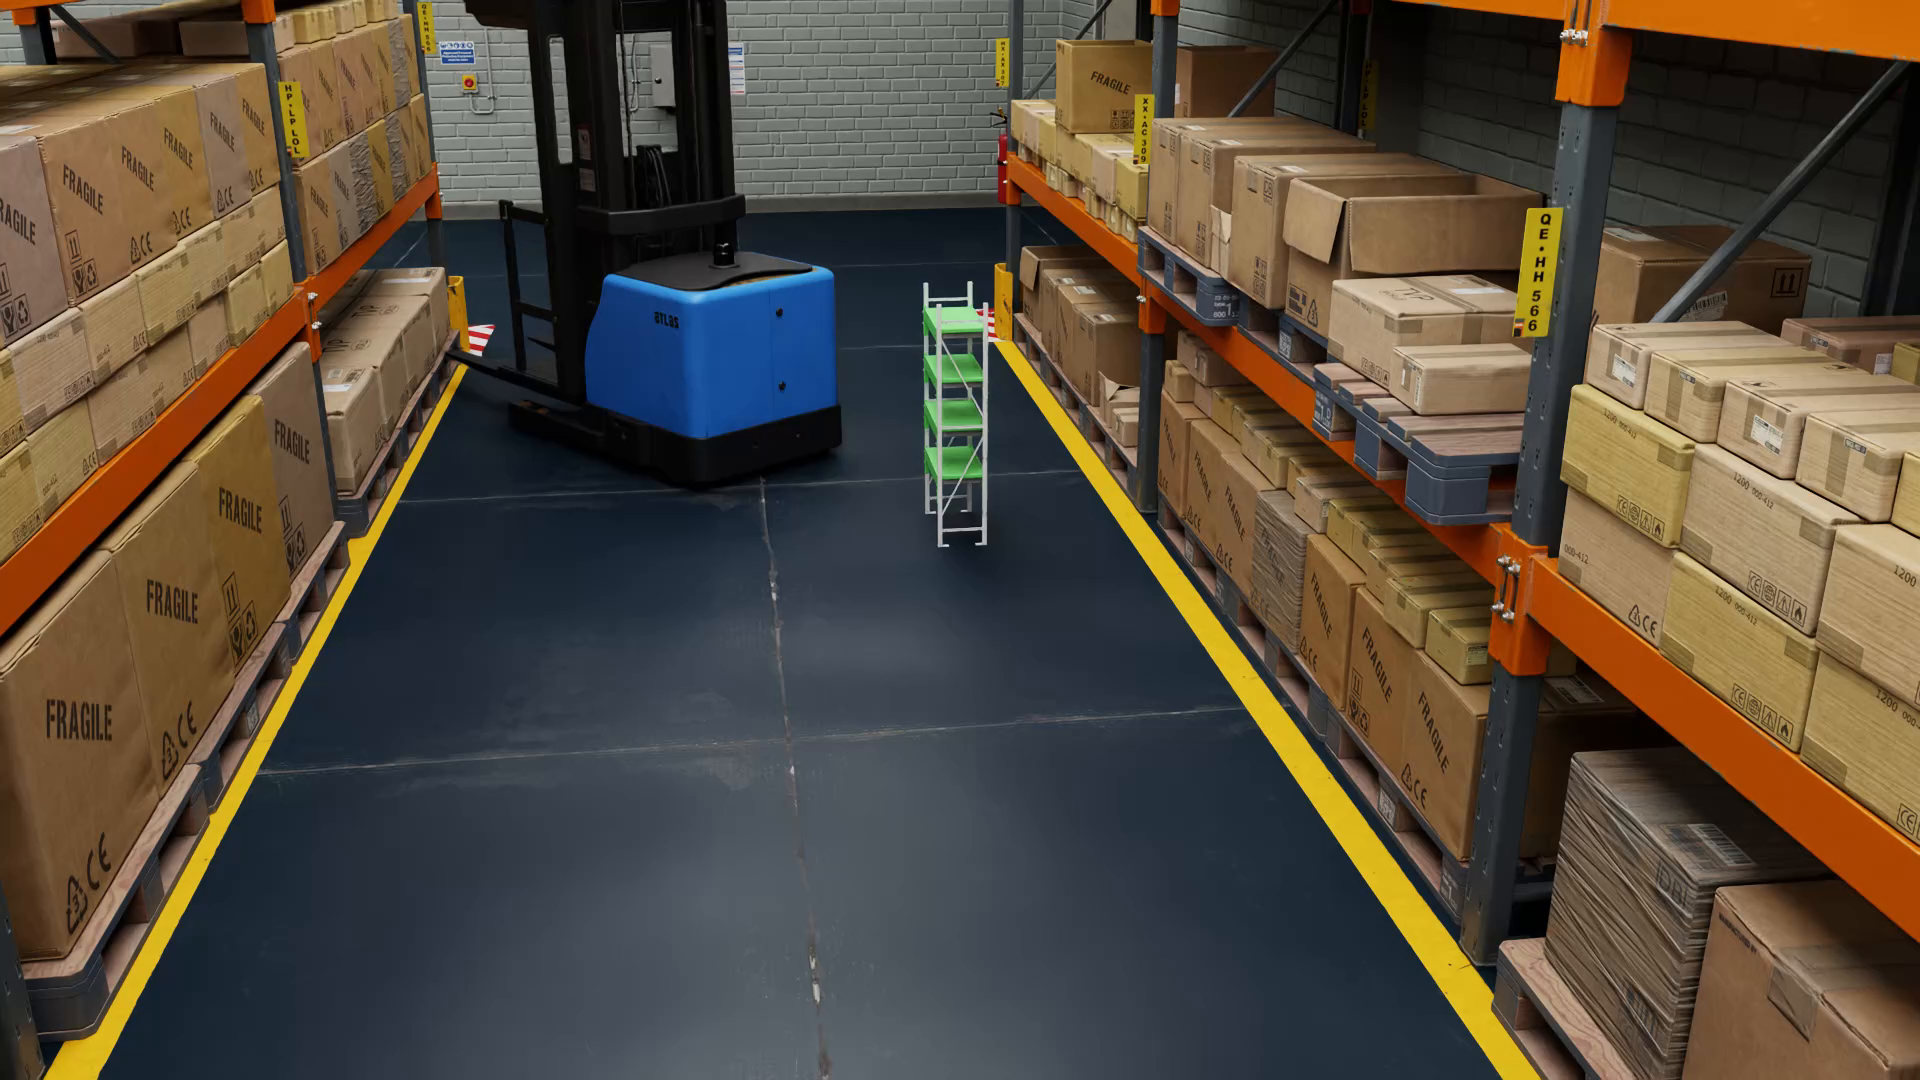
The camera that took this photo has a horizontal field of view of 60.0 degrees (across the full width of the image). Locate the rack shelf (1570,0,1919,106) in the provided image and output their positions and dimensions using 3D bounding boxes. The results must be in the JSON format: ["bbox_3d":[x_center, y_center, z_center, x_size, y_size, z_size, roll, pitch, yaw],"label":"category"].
[{"bbox_3d":[2.280,-0.572,2.201,1.077,0.370,4.000,-3,21,-8],"label":"rack shelf"}]

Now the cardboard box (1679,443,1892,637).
[{"bbox_3d":[1.885,-0.021,3.484,0.500,0.250,0.500,-2,21,-6],"label":"cardboard box"}]

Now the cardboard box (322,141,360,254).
[{"bbox_3d":[-3.373,-1.726,8.408,0.500,0.500,0.500,-3,21,-7],"label":"cardboard box"}]

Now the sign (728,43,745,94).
[{"bbox_3d":[-2.350,-4.773,16.844,0.329,0.494,0.001,-3,21,-8],"label":"sign"}]

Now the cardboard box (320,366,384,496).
[{"bbox_3d":[-3.480,-0.549,8.460,0.875,0.438,0.875,-3,21,-9],"label":"cardboard box"}]

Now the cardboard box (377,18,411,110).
[{"bbox_3d":[-3.663,-2.895,10.109,0.500,0.500,0.500,-3,21,-8],"label":"cardboard box"}]

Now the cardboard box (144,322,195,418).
[{"bbox_3d":[-2.977,-0.586,5.712,0.500,0.250,0.500,-3,21,-8],"label":"cardboard box"}]

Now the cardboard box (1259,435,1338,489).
[{"bbox_3d":[1.454,-0.324,6.842,0.380,0.149,0.250,-2,21,-6],"label":"cardboard box"}]

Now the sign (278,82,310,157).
[{"bbox_3d":[-2.960,-1.866,7.382,0.100,0.325,0.005,-3,21,-8],"label":"sign"}]

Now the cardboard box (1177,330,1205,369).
[{"bbox_3d":[1.264,-0.915,8.000,0.380,0.149,0.250,-3,21,-9],"label":"cardboard box"}]

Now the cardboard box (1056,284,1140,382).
[{"bbox_3d":[0.895,-1.289,10.353,0.500,0.500,0.500,-3,21,-7],"label":"cardboard box"}]

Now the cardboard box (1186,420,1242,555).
[{"bbox_3d":[1.349,-0.244,7.555,0.500,0.500,0.500,-3,21,-8],"label":"cardboard box"}]

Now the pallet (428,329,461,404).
[{"bbox_3d":[-3.880,-1.135,10.954,1.003,0.211,1.213,-3,21,-8],"label":"pallet"}]

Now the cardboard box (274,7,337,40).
[{"bbox_3d":[-3.401,-2.628,8.466,0.380,0.149,0.250,-4,21,-9],"label":"cardboard box"}]

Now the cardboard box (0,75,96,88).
[{"bbox_3d":[-3.616,-1.503,6.382,0.500,0.500,0.500,-3,21,-8],"label":"cardboard box"}]

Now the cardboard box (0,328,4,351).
[{"bbox_3d":[-2.748,-0.643,4.078,0.500,0.500,0.500,-4,21,-10],"label":"cardboard box"}]

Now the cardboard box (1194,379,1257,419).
[{"bbox_3d":[1.320,-0.681,7.798,0.380,0.149,0.250,-3,21,-9],"label":"cardboard box"}]

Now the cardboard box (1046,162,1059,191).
[{"bbox_3d":[0.751,-2.272,10.372,0.380,0.149,0.250,-4,21,-9],"label":"cardboard box"}]

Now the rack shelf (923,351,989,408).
[{"bbox_3d":[-0.024,-0.784,8.098,0.258,0.148,0.480,-3,21,-8],"label":"rack shelf"}]

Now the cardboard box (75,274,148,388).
[{"bbox_3d":[-2.881,-0.649,5.165,0.500,0.250,0.500,-3,21,-8],"label":"cardboard box"}]

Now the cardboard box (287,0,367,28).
[{"bbox_3d":[-3.584,-2.980,9.410,0.380,0.149,0.250,-2,21,-6],"label":"cardboard box"}]

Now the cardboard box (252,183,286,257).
[{"bbox_3d":[-3.192,-1.353,7.051,0.500,0.250,0.500,-3,21,-8],"label":"cardboard box"}]

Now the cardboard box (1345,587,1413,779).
[{"bbox_3d":[1.657,0.469,5.646,0.500,0.500,0.500,-3,21,-9],"label":"cardboard box"}]

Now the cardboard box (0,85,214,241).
[{"bbox_3d":[-3.047,-1.347,5.965,0.500,0.500,0.500,-2,21,-6],"label":"cardboard box"}]

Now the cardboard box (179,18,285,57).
[{"bbox_3d":[-3.284,-2.271,7.510,0.380,0.149,0.250,-3,21,-9],"label":"cardboard box"}]

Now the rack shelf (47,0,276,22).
[{"bbox_3d":[-3.784,-3.090,8.944,1.077,0.370,4.000,-3,21,-8],"label":"rack shelf"}]

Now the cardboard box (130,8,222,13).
[{"bbox_3d":[-3.938,-2.594,8.376,0.380,0.149,0.250,-3,21,-8],"label":"cardboard box"}]

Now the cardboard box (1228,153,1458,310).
[{"bbox_3d":[1.452,-1.195,6.385,0.700,0.500,0.500,-3,21,-8],"label":"cardboard box"}]

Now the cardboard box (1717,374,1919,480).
[{"bbox_3d":[1.849,-0.242,3.506,0.380,0.149,0.250,-2,21,-6],"label":"cardboard box"}]

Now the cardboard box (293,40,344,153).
[{"bbox_3d":[-3.391,-2.197,8.239,0.500,0.500,0.500,-3,21,-8],"label":"cardboard box"}]

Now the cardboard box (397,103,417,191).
[{"bbox_3d":[-3.684,-2.433,10.300,0.500,0.500,0.500,-3,21,-9],"label":"cardboard box"}]

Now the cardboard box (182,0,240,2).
[{"bbox_3d":[-4.123,-2.947,9.320,0.380,0.149,0.250,-3,21,-7],"label":"cardboard box"}]

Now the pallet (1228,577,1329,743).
[{"bbox_3d":[1.749,0.428,6.768,1.003,0.211,1.213,-3,21,-8],"label":"pallet"}]

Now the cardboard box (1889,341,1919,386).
[{"bbox_3d":[2.388,-0.359,3.822,0.380,0.149,0.250,-2,21,-6],"label":"cardboard box"}]

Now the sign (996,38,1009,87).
[{"bbox_3d":[0.302,-3.344,11.645,0.100,0.325,0.005,-3,21,-8],"label":"sign"}]

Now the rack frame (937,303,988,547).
[{"bbox_3d":[0.011,-0.535,7.933,0.240,1.200,0.015,-3,21,-8],"label":"rack frame"}]

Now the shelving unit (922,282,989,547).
[{"bbox_3d":[-0.024,-0.619,8.160,0.258,1.200,0.503,-3,21,-8],"label":"shelving unit"}]

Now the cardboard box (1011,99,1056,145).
[{"bbox_3d":[0.638,-2.864,11.388,0.500,0.250,0.500,-3,21,-7],"label":"cardboard box"}]

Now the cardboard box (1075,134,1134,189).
[{"bbox_3d":[0.955,-2.160,9.502,0.500,0.250,0.500,-3,21,-8],"label":"cardboard box"}]

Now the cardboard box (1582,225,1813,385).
[{"bbox_3d":[2.073,-0.626,4.862,0.500,0.500,0.500,-2,21,-5],"label":"cardboard box"}]

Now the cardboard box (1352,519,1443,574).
[{"bbox_3d":[1.613,0.036,5.878,0.380,0.149,0.250,-2,21,-6],"label":"cardboard box"}]

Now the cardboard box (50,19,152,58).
[{"bbox_3d":[-3.855,-2.239,7.425,0.380,0.149,0.250,-3,21,-9],"label":"cardboard box"}]

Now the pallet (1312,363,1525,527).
[{"bbox_3d":[1.825,-0.337,5.107,1.213,0.211,1.003,-3,21,-8],"label":"pallet"}]

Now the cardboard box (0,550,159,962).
[{"bbox_3d":[-2.937,0.611,4.730,0.875,0.875,0.875,-3,21,-8],"label":"cardboard box"}]

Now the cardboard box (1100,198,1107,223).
[{"bbox_3d":[0.988,-1.831,9.191,0.380,0.149,0.250,-2,21,-6],"label":"cardboard box"}]

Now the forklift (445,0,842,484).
[{"bbox_3d":[-2.068,-2.102,9.655,1.130,2.935,3.031,-19,28,-41],"label":"forklift"}]

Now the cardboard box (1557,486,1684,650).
[{"bbox_3d":[1.814,0.040,4.036,0.500,0.250,0.500,-3,21,-8],"label":"cardboard box"}]

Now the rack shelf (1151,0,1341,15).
[{"bbox_3d":[1.127,-3.342,9.617,1.077,0.370,4.000,-3,21,-8],"label":"rack shelf"}]

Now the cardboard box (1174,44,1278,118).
[{"bbox_3d":[1.464,-2.531,9.422,0.500,0.500,0.500,-3,21,-9],"label":"cardboard box"}]

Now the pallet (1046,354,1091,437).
[{"bbox_3d":[1.138,-0.936,10.420,1.003,0.211,1.213,-3,21,-8],"label":"pallet"}]

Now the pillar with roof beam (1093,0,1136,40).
[{"bbox_3d":[-2.918,-6.538,12.861,9.100,9.000,0.400,-3,21,-8],"label":"pillar with roof beam"}]

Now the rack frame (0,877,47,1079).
[{"bbox_3d":[-2.919,0.055,3.781,1.000,3.000,0.127,-3,21,-8],"label":"rack frame"}]
